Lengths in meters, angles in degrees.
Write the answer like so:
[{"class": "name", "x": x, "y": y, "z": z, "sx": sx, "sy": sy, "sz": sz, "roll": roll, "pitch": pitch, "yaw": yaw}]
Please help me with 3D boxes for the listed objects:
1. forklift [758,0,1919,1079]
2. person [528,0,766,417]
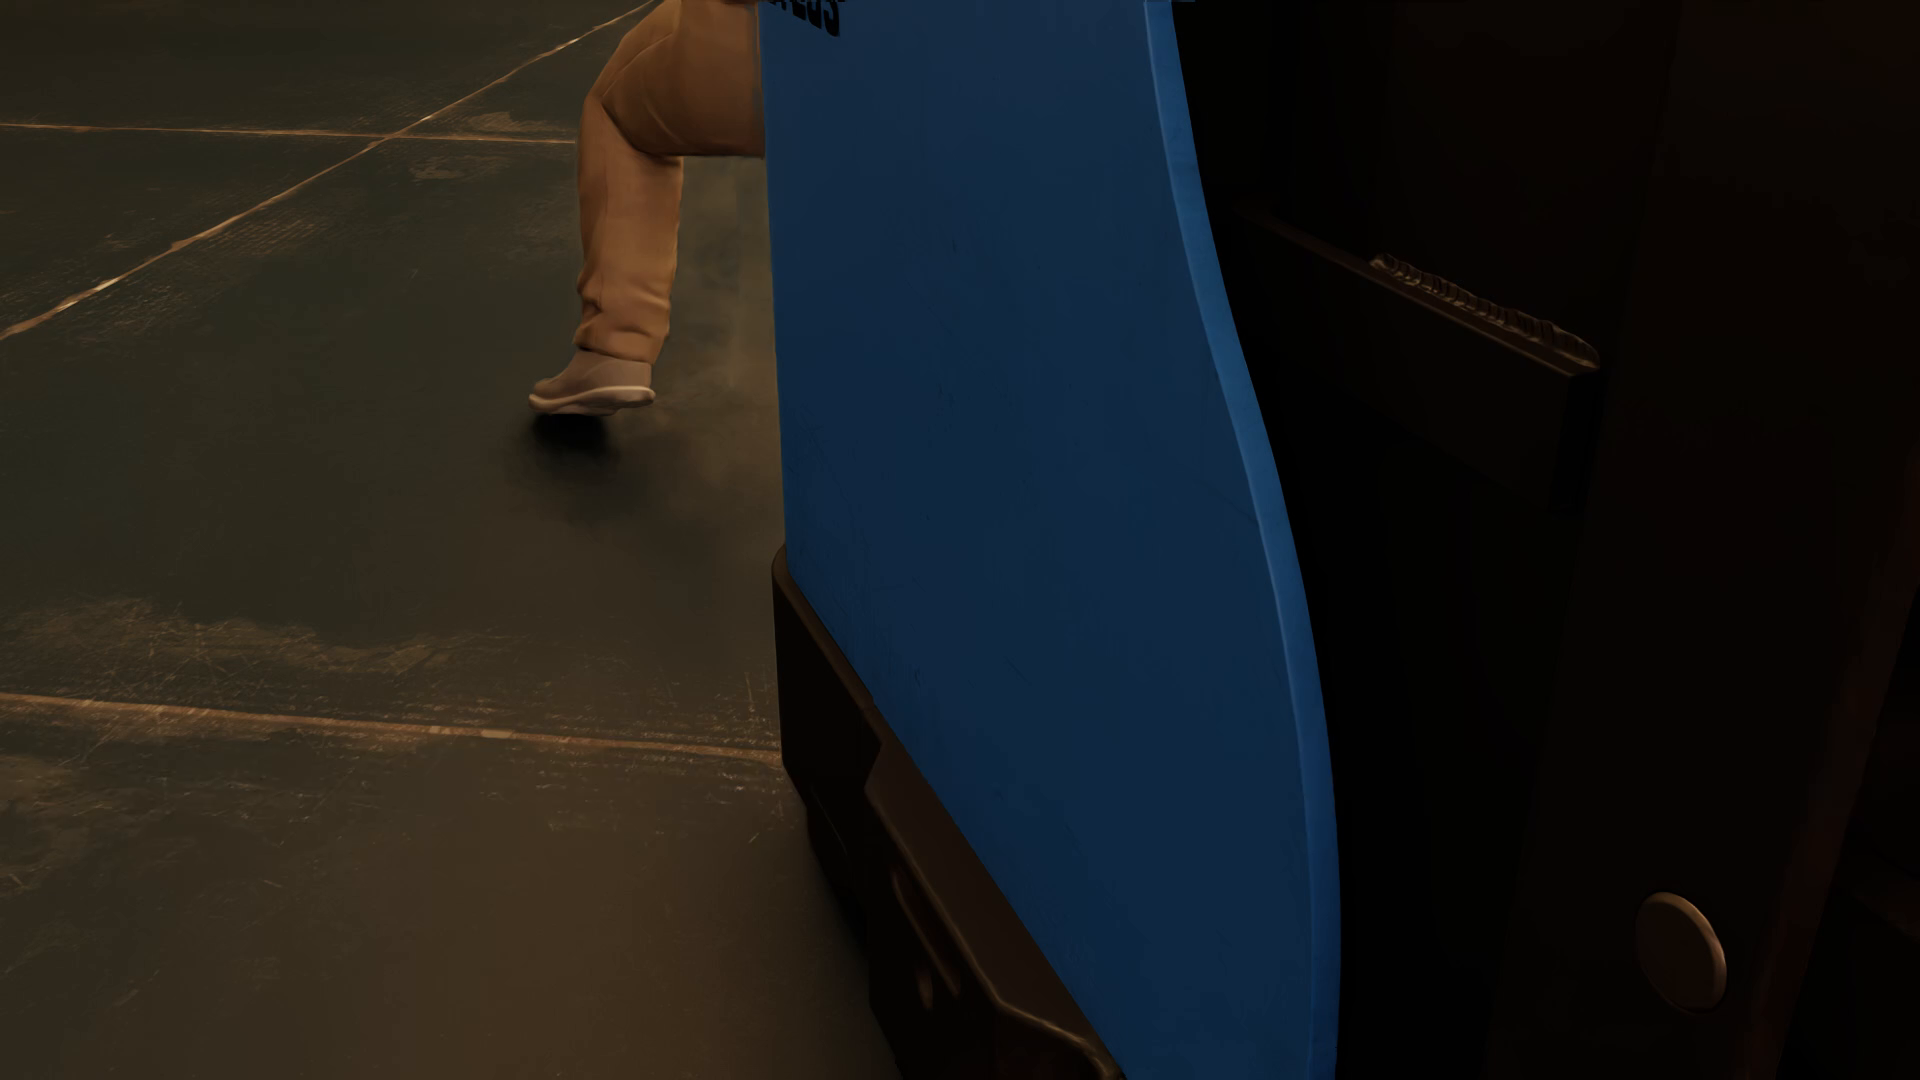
[{"class": "forklift", "x": 0.825, "y": -0.499, "z": 0.216, "sx": 1.130, "sy": 2.935, "sz": 3.031, "roll": -10, "pitch": 28, "yaw": -20}, {"class": "person", "x": -0.179, "y": -0.863, "z": 2.549, "sx": 1.135, "sy": 1.498, "sz": 0.700, "roll": 5, "pitch": 27, "yaw": 10}]
